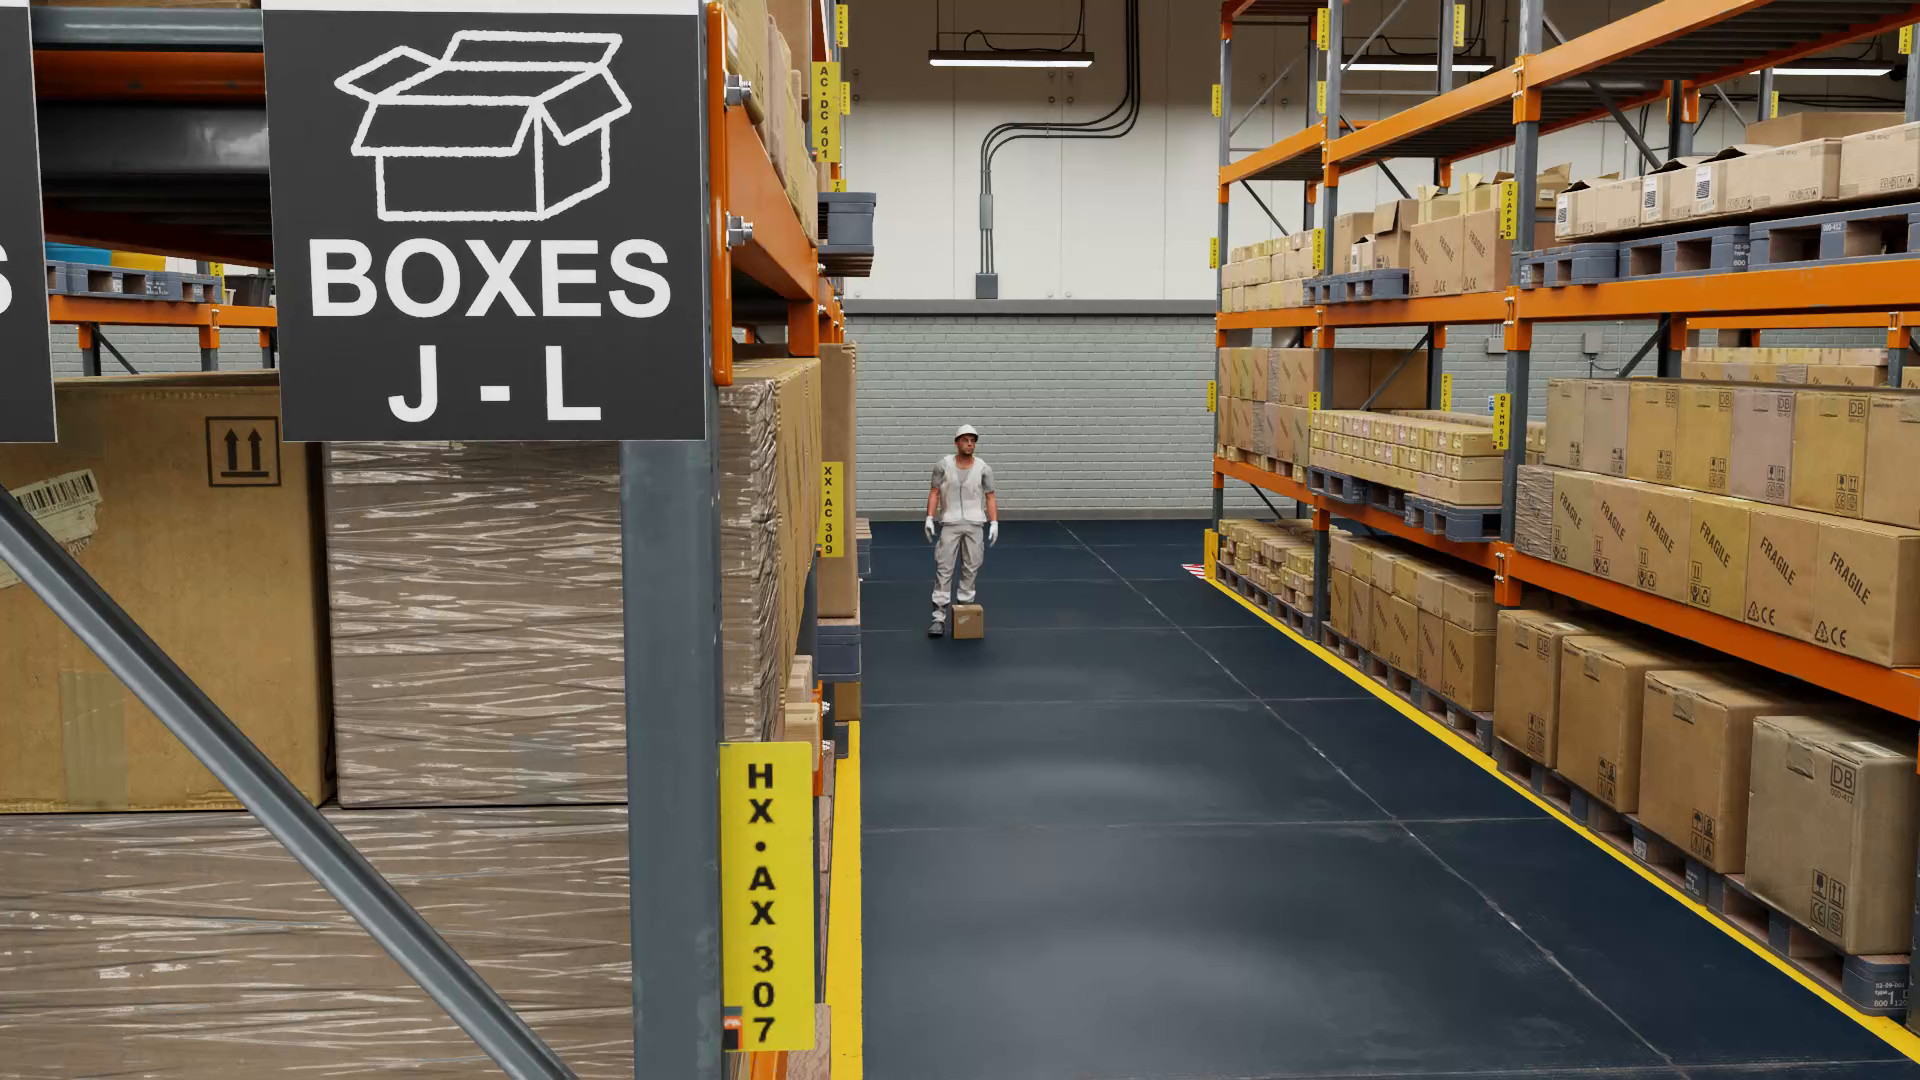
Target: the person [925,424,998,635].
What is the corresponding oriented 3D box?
[{"bbox_3d":[0.015,-0.094,14.351,0.637,1.790,0.562,0,7,-4],"label":"person"}]
